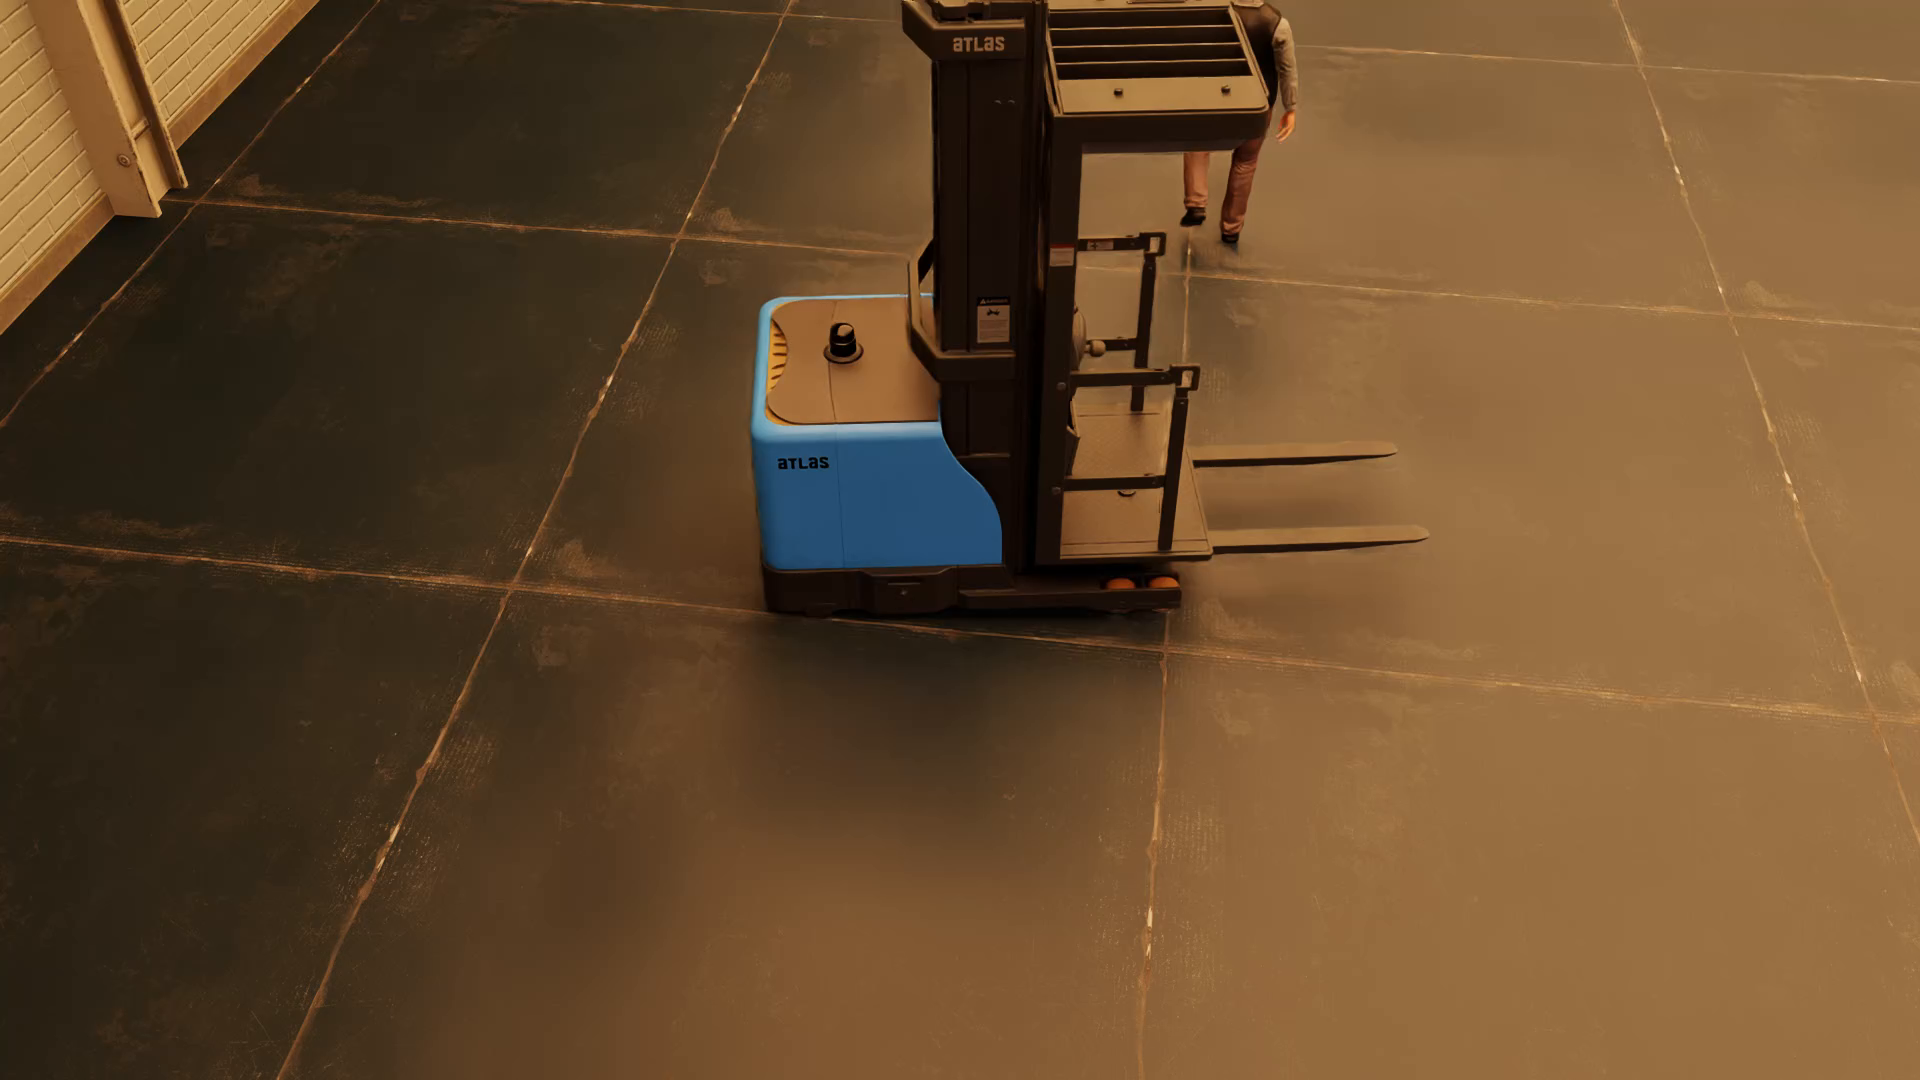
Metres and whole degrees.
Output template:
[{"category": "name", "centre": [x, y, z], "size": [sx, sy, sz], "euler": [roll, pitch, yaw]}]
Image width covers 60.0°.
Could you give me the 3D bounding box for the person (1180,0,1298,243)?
[{"category": "person", "centre": [1.529, -2.458, 9.308], "size": [0.699, 1.702, 0.473], "euler": [6, 43, 6]}]

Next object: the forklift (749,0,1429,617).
[{"category": "forklift", "centre": [0.612, -1.106, 6.928], "size": [3.031, 2.935, 1.130], "euler": [-2, 43, -2]}]
